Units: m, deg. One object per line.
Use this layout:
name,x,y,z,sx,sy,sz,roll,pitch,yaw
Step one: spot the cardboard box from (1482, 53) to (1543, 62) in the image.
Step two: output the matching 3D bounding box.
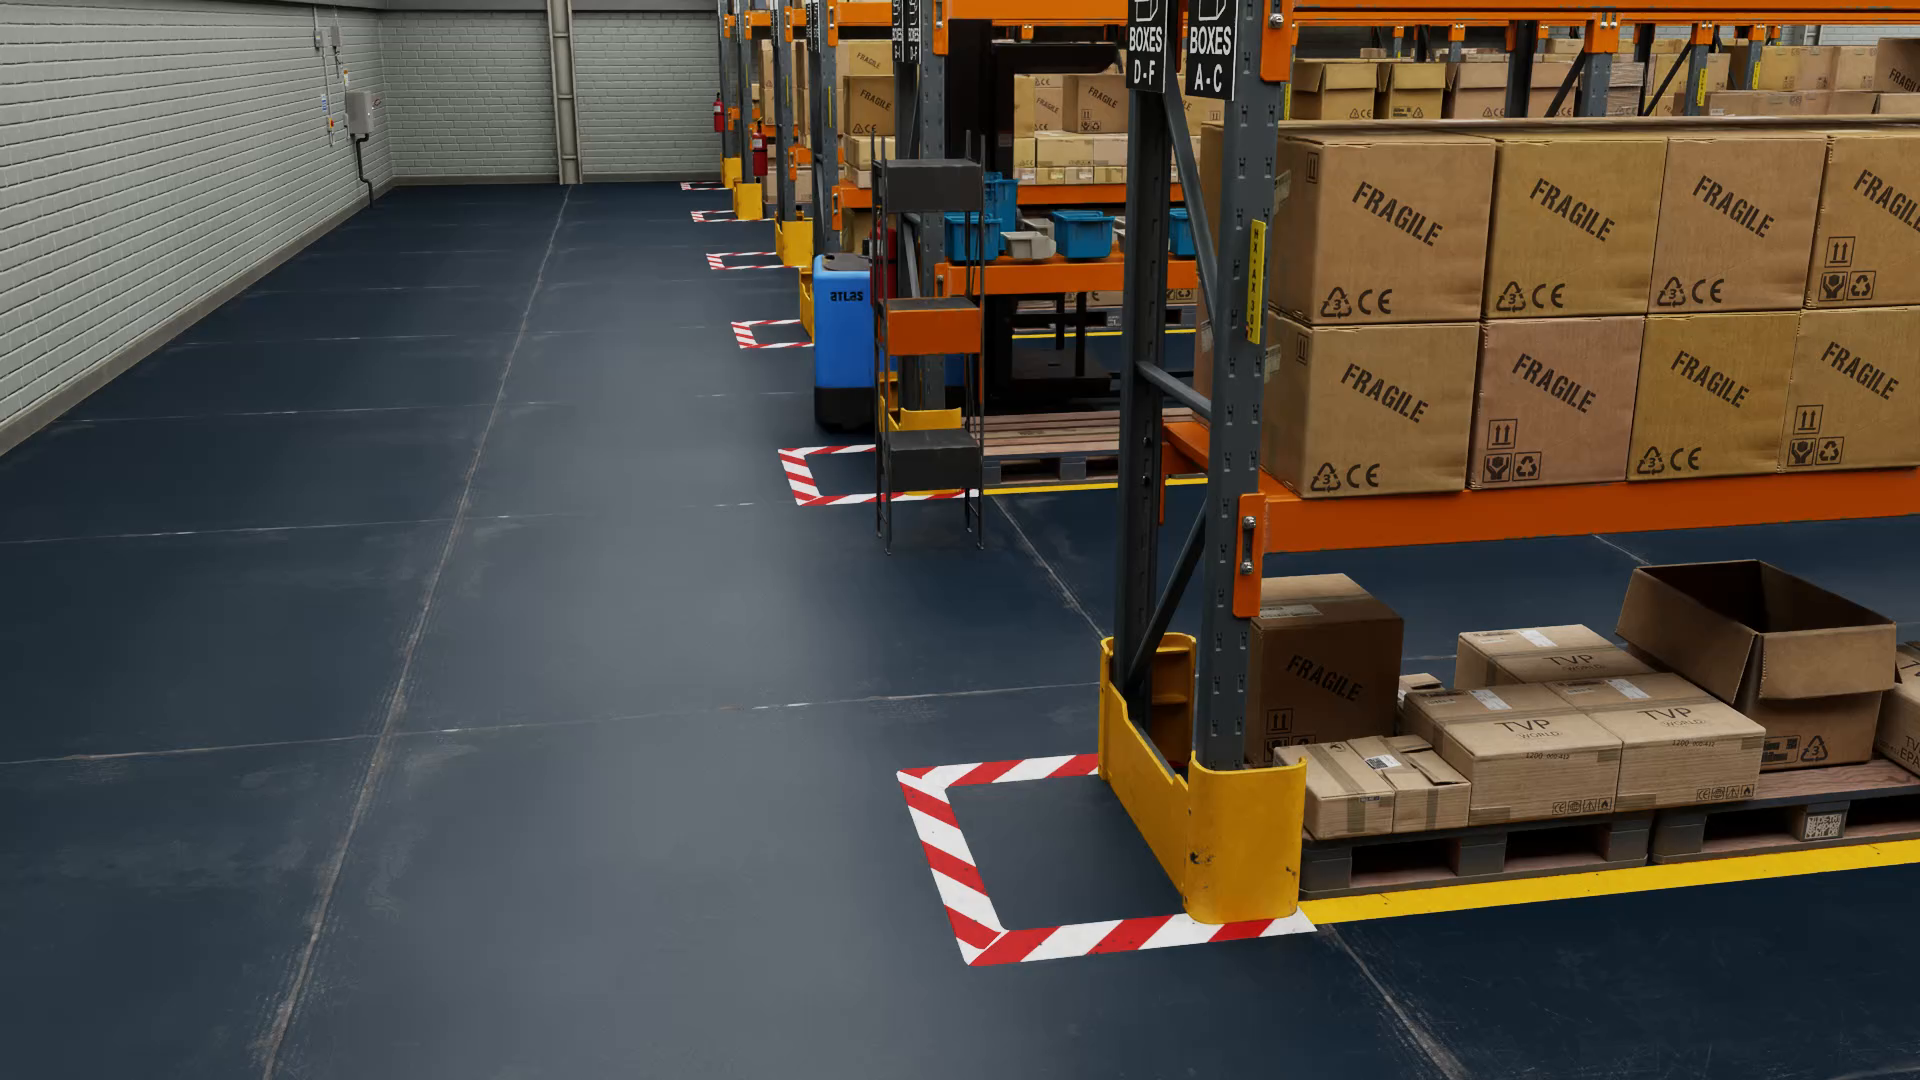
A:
cardboard box,6.772,-5.755,20.566,0.500,0.500,0.700,-3,17,-11

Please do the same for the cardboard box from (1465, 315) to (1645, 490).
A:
cardboard box,1.687,-0.468,5.057,0.500,0.500,0.500,-3,17,-11

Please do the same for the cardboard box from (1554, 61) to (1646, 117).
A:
cardboard box,5.954,-4.234,15.610,0.637,0.503,0.797,-3,17,-9

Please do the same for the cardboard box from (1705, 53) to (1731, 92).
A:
cardboard box,9.274,-5.898,21.031,0.500,0.500,0.700,-4,17,-11

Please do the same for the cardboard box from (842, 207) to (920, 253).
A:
cardboard box,-0.567,-2.541,14.880,0.875,0.875,0.875,-3,17,-10

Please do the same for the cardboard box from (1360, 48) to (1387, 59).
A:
cardboard box,6.348,-7.473,25.536,0.250,0.149,0.380,-4,18,-13

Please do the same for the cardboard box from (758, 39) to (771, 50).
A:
cardboard box,-2.745,-7.068,23.736,0.250,0.149,0.380,-3,17,-10

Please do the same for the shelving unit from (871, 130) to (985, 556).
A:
shelving unit,-0.162,-0.995,8.473,0.503,2.100,0.431,-3,17,-10

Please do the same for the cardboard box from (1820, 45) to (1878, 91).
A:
cardboard box,11.204,-6.054,21.320,0.550,0.550,0.875,-3,17,-10

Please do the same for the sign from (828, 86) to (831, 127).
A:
sign,-1.080,-3.589,13.778,0.005,0.325,0.100,-3,17,-10

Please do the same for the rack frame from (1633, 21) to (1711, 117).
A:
rack frame,6.675,-3.743,15.889,0.127,3.000,1.000,-3,17,-10

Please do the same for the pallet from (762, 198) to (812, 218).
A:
pallet,-2.290,-4.888,24.367,1.213,0.211,1.003,-3,17,-10

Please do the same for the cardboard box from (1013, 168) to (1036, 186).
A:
cardboard box,0.493,-3.174,14.465,0.250,0.149,0.380,-3,17,-11

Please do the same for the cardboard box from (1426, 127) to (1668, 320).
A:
cardboard box,1.693,-0.947,4.913,0.500,0.500,0.500,-3,17,-10

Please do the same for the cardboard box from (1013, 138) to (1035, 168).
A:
cardboard box,0.346,-3.375,14.439,0.500,0.250,0.500,-4,17,-12

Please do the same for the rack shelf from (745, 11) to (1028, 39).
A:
rack shelf,-1.096,-7.356,23.767,4.000,0.370,1.077,-3,17,-10

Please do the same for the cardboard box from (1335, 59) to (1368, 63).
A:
cardboard box,5.791,-6.980,25.036,0.500,0.500,0.500,-2,17,-8

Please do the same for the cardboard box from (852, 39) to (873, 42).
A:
cardboard box,-1.382,-6.998,23.509,0.250,0.149,0.380,-3,17,-10

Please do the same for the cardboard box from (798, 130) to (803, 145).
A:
cardboard box,-1.755,-4.712,19.473,0.250,0.149,0.380,-3,17,-10

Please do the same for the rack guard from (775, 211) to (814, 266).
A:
rack guard,-1.947,-3.542,19.493,0.348,0.500,1.175,-3,17,-10

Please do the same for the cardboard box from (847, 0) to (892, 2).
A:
cardboard box,-1.014,-6.074,18.626,0.500,0.250,0.500,-3,17,-9

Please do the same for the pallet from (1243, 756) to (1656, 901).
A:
pallet,1.553,0.843,5.709,1.213,0.211,1.003,-3,17,-10

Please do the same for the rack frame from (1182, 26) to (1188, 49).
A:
rack frame,3.850,-8.030,29.848,0.127,3.000,1.000,-3,17,-10

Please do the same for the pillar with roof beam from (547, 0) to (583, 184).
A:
pillar with roof beam,-6.007,-9.321,23.833,0.400,9.000,9.100,-3,17,-10

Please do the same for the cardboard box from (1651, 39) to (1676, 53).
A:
cardboard box,10.694,-7.550,25.904,0.500,0.500,0.700,-3,17,-11

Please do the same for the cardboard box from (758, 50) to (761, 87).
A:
cardboard box,-2.632,-6.775,23.889,0.500,0.500,0.500,-3,17,-9

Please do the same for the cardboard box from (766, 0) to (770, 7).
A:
cardboard box,-3.022,-9.069,27.871,0.500,0.250,0.500,-3,17,-9

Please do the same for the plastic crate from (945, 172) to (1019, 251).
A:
plastic crate,0.053,-1.988,10.012,0.499,0.435,0.616,-3,17,-10

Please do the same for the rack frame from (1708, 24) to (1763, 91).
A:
rack frame,9.761,-5.401,21.288,0.127,3.000,1.000,-3,17,-10

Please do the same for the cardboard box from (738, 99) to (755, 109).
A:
cardboard box,-3.630,-7.404,28.237,0.250,0.149,0.380,-3,17,-11

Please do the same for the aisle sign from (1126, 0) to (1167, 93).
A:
aisle sign,0.571,-1.769,5.033,0.004,0.787,0.394,-3,17,-10

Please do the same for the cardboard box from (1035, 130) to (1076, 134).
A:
cardboard box,0.754,-3.558,15.036,0.500,0.250,0.500,-3,17,-10

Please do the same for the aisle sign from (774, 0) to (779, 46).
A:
aisle sign,-2.036,-5.885,18.435,0.004,0.787,0.394,-3,17,-10

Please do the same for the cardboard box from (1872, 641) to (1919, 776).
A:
cardboard box,3.381,0.566,5.690,0.500,0.311,0.500,-3,17,-10

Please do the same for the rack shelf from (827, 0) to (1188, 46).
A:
rack shelf,0.784,-4.499,14.466,4.000,0.370,1.077,-3,17,-10

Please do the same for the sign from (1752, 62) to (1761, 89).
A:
sign,9.873,-5.761,20.622,0.005,0.325,0.100,-3,17,-10

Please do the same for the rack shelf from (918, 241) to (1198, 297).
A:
rack shelf,1.723,-1.637,10.258,4.000,0.370,1.077,-3,17,-10

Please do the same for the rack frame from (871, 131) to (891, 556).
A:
rack frame,-0.402,-0.981,8.429,0.015,2.100,0.400,-3,17,-10

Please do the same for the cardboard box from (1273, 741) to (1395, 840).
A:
cardboard box,1.172,0.787,5.247,0.250,0.149,0.380,-3,17,-10

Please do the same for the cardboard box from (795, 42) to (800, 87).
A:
cardboard box,-1.619,-5.498,19.223,0.500,0.500,0.500,-4,17,-12

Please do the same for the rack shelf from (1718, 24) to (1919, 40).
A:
rack shelf,11.724,-6.603,21.316,4.000,0.370,1.077,-3,17,-10

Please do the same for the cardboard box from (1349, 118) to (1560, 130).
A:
cardboard box,1.576,-1.100,5.410,0.500,0.500,0.500,-3,17,-9

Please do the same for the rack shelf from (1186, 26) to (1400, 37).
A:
rack shelf,5.813,-9.232,29.876,4.000,0.370,1.077,-3,17,-10

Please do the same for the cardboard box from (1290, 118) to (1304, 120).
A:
cardboard box,3.155,-3.673,15.490,0.500,0.500,0.500,-3,17,-10

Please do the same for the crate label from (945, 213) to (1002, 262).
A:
crate label,0.065,-1.737,9.541,0.303,0.233,0.416,-3,17,-10

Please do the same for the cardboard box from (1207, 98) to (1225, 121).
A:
cardboard box,2.347,-3.846,14.698,0.500,0.500,0.500,-3,17,-9

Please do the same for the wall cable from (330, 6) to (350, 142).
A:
wall cable,-8.872,-6.727,23.875,0.122,1.984,0.588,-3,17,-10

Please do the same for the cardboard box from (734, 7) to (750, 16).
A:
cardboard box,-3.648,-8.849,27.834,0.250,0.149,0.380,-3,17,-9

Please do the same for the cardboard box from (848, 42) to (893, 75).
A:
cardboard box,-1.036,-5.379,18.836,0.500,0.500,0.500,-3,17,-9

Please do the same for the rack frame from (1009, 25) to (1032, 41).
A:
rack frame,0.868,-6.377,24.465,0.127,3.000,1.000,-3,17,-10

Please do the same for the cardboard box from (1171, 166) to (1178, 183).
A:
cardboard box,1.753,-3.246,14.698,0.250,0.149,0.380,-3,17,-9

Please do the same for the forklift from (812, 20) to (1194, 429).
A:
forklift,0.501,-2.295,11.293,3.031,2.935,1.130,-1,17,-4
